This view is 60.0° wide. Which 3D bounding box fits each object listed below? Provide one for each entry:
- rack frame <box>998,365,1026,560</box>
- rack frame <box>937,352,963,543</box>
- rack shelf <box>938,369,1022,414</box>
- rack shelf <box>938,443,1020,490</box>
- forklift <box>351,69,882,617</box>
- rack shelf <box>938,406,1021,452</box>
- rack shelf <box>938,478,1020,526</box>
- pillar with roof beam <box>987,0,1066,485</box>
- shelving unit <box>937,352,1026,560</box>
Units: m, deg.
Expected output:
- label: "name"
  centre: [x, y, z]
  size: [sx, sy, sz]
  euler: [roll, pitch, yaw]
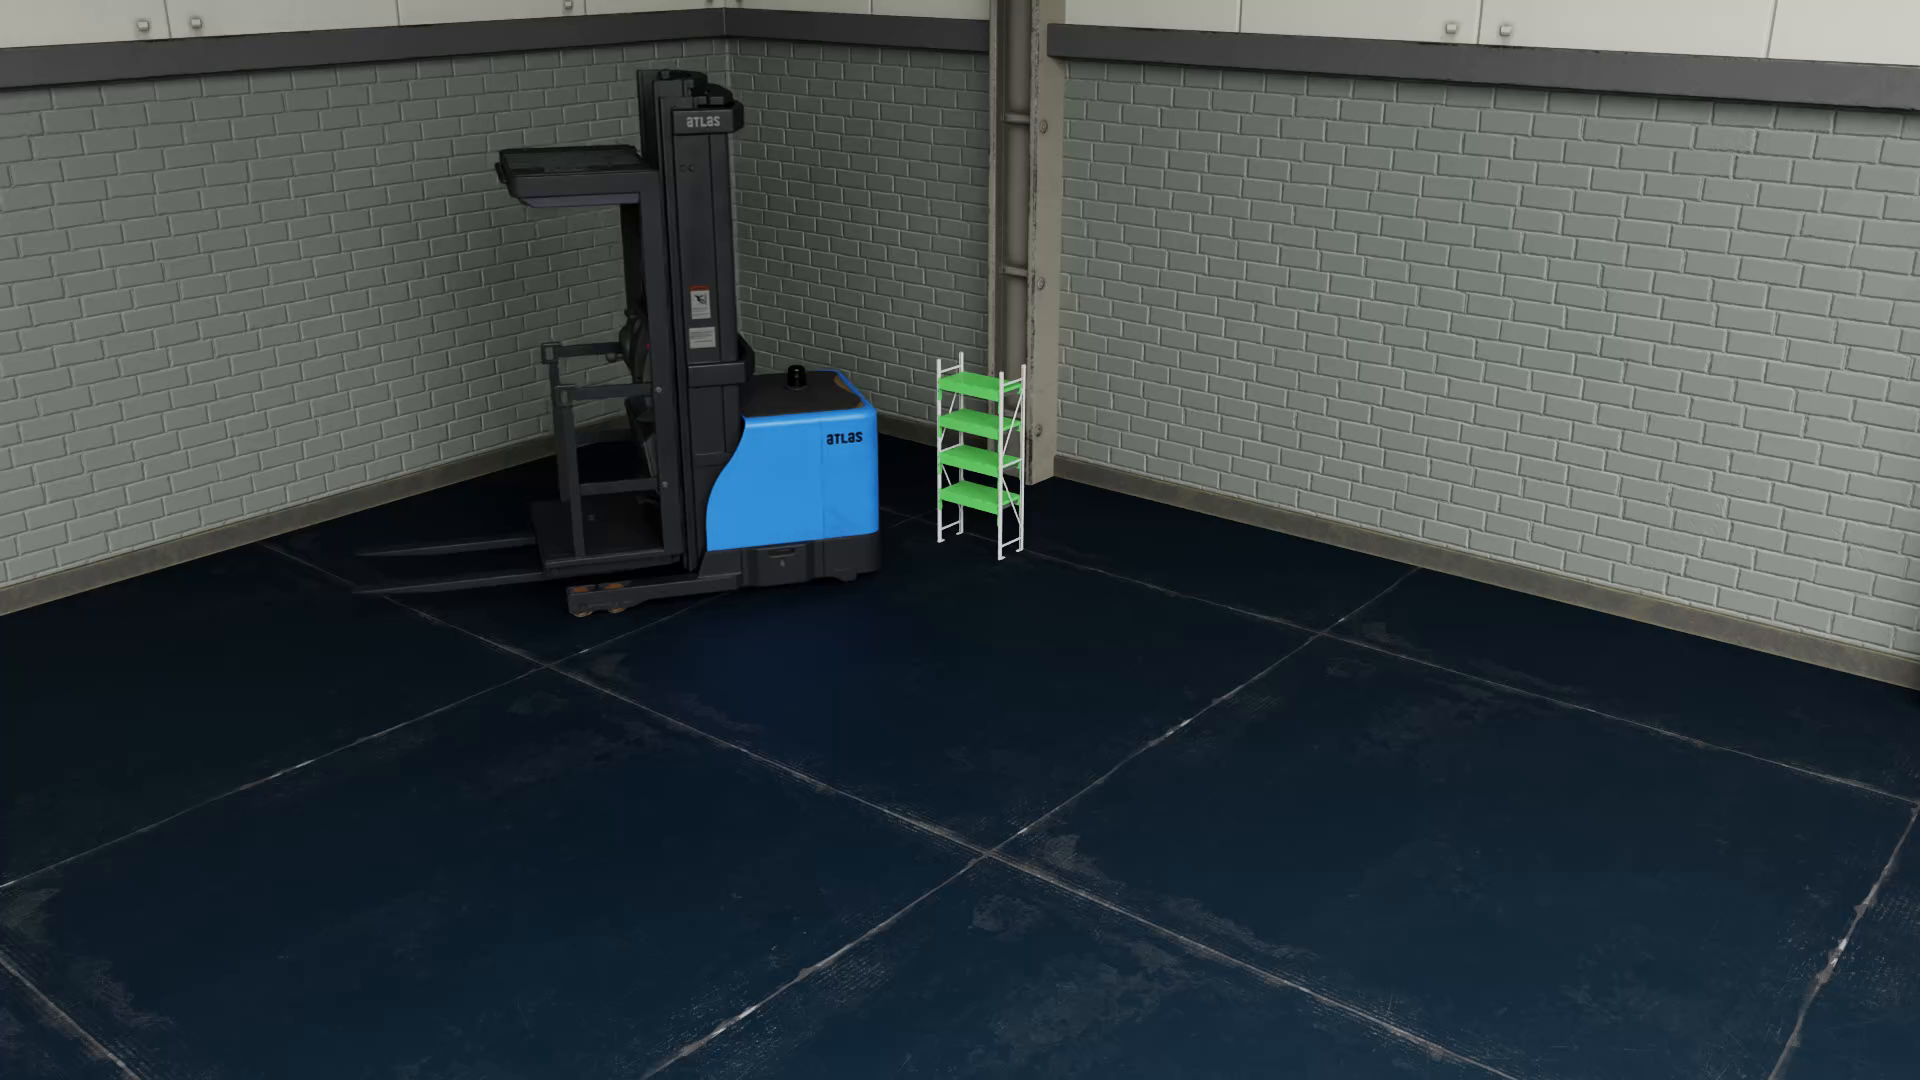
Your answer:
- label: "rack frame"
  centre: [0.317, -0.470, 10.214]
  size: [0.015, 1.200, 0.240]
  euler: [16, 26, 36]
- label: "rack frame"
  centre: [-0.061, -0.579, 10.503]
  size: [0.015, 1.200, 0.240]
  euler: [16, 26, 36]
- label: "rack shelf"
  centre: [0.128, -0.914, 10.212]
  size: [0.480, 0.148, 0.258]
  euler: [16, 26, 36]
- label: "rack shelf"
  centre: [0.128, -0.465, 10.381]
  size: [0.480, 0.148, 0.258]
  euler: [16, 26, 36]
- label: "forklift"
  centre: [-2.045, -1.140, 9.537]
  size: [3.031, 2.935, 1.130]
  euler: [-6, 22, -16]
- label: "rack shelf"
  centre: [0.128, -0.689, 10.296]
  size: [0.480, 0.148, 0.258]
  euler: [16, 26, 36]
- label: "rack shelf"
  centre: [0.128, -0.240, 10.466]
  size: [0.480, 0.148, 0.258]
  euler: [16, 26, 36]
- label: "pillar with roof beam"
  centre: [-2.284, -3.504, 7.206]
  size: [0.400, 9.000, 9.100]
  euler: [16, 26, 36]
- label: "shelving unit"
  centre: [0.128, -0.524, 10.359]
  size: [0.503, 1.200, 0.258]
  euler: [16, 26, 36]
